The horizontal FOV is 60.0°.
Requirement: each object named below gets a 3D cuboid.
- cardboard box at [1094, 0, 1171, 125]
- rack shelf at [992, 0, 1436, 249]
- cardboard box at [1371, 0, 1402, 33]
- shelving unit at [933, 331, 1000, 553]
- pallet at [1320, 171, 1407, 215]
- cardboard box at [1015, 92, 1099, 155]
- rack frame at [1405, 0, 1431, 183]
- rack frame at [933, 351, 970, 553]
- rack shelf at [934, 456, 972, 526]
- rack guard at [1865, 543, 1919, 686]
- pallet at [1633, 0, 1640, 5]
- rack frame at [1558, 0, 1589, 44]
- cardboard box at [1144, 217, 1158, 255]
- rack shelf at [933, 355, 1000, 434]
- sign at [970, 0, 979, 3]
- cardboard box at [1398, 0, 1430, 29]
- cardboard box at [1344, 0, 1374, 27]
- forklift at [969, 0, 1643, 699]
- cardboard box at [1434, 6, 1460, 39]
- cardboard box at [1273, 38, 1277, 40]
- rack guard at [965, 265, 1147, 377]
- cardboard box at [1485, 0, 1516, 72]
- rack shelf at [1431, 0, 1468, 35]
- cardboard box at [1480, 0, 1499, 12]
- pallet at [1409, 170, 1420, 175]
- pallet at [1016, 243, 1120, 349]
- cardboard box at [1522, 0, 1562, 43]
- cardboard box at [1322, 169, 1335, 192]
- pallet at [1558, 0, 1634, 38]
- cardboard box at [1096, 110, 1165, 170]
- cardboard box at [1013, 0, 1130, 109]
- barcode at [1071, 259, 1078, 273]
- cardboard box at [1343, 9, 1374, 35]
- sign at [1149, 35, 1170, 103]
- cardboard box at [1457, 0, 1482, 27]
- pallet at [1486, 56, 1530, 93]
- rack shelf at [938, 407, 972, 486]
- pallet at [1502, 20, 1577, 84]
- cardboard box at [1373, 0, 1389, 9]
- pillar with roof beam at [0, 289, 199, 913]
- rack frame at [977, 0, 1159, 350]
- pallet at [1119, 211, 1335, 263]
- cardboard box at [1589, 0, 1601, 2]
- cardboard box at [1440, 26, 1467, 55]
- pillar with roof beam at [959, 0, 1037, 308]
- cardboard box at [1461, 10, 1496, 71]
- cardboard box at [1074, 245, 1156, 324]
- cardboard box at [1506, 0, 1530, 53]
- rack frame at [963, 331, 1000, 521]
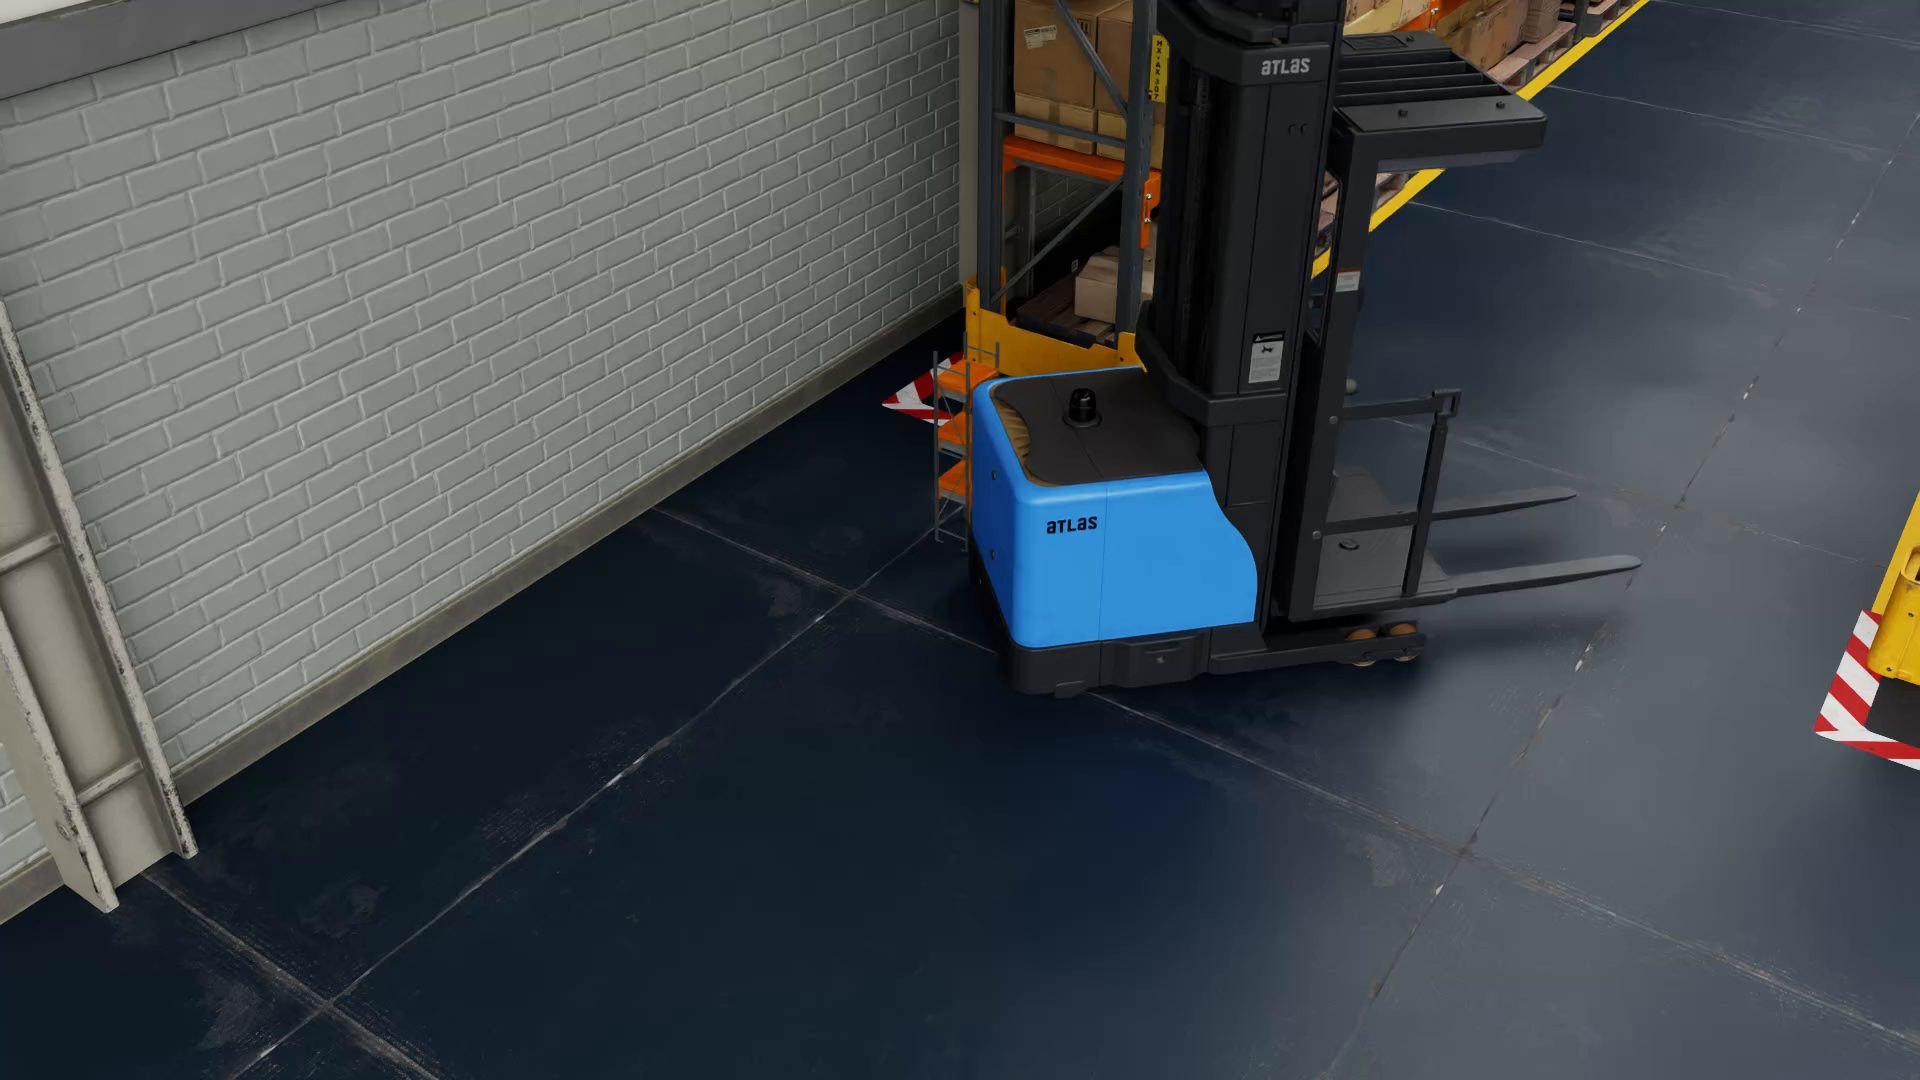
[{"bbox_3d":[1.059,-2.534,8.767,0.500,0.500,0.500,21,39,28],"label":"cardboard box"},{"bbox_3d":[1.681,-2.776,10.320,1.077,0.370,4.000,21,39,28],"label":"rack shelf"},{"bbox_3d":[2.509,-3.399,10.715,0.500,0.250,0.500,21,40,28],"label":"cardboard box"},{"bbox_3d":[0.031,-0.460,7.992,0.215,1.050,0.252,21,39,28],"label":"shelving unit"},{"bbox_3d":[2.467,-2.519,11.787,1.003,0.211,1.213,21,39,28],"label":"pallet"},{"bbox_3d":[0.647,-2.377,9.204,0.500,0.250,0.500,22,40,29],"label":"cardboard box"},{"bbox_3d":[2.821,-3.995,11.479,1.000,3.000,0.127,21,39,28],"label":"rack frame"},{"bbox_3d":[-0.039,-0.403,7.909,0.200,1.050,0.008,21,39,28],"label":"rack frame"},{"bbox_3d":[0.031,-0.221,8.154,0.215,0.259,0.240,21,39,28],"label":"rack shelf"},{"bbox_3d":[4.598,0.473,7.104,1.175,0.500,0.348,21,39,28],"label":"rack guard"},{"bbox_3d":[6.309,-5.578,16.310,1.003,0.211,1.213,21,39,28],"label":"pallet"},{"bbox_3d":[5.102,-5.836,14.202,1.000,3.000,0.127,21,39,28],"label":"rack frame"},{"bbox_3d":[1.334,-1.774,10.204,0.500,0.311,0.500,25,41,32],"label":"cardboard box"},{"bbox_3d":[0.031,-0.686,7.839,0.215,0.259,0.240,21,39,28],"label":"rack shelf"},{"bbox_3d":[0.096,-2.951,8.620,0.100,0.325,0.005,21,39,28],"label":"sign"},{"bbox_3d":[2.800,-3.626,11.050,0.500,0.250,0.500,21,40,28],"label":"cardboard box"},{"bbox_3d":[2.230,-3.475,10.158,0.500,0.500,0.500,20,39,27],"label":"cardboard box"},{"bbox_3d":[1.611,-0.935,7.016,3.031,2.935,1.130,-6,35,-9],"label":"forklift"},{"bbox_3d":[3.475,-4.000,12.656,0.500,0.250,0.500,20,39,27],"label":"cardboard box"},{"bbox_3d":[1.649,-2.994,9.447,0.500,0.500,0.500,20,39,27],"label":"cardboard box"},{"bbox_3d":[0.583,-1.153,9.509,1.175,0.500,0.348,21,39,28],"label":"rack guard"},{"bbox_3d":[4.085,-4.197,13.617,0.700,0.500,0.500,21,39,28],"label":"cardboard box"},{"bbox_3d":[3.961,-4.617,13.042,1.077,0.370,4.000,21,39,28],"label":"rack shelf"},{"bbox_3d":[4.068,-4.464,13.343,0.500,0.250,0.500,21,39,28],"label":"cardboard box"},{"bbox_3d":[3.264,-3.198,12.791,1.003,0.211,1.213,21,39,28],"label":"pallet"},{"bbox_3d":[1.076,-1.396,10.126,1.003,0.211,1.213,21,39,28],"label":"pallet"},{"bbox_3d":[4.734,-4.634,14.264,0.700,0.500,0.500,22,40,29],"label":"cardboard box"},{"bbox_3d":[2.262,-2.651,11.331,0.500,0.500,0.500,18,38,25],"label":"cardboard box"},{"bbox_3d":[5.613,-5.019,15.484,1.003,0.211,1.213,21,39,28],"label":"pallet"},{"bbox_3d":[1.079,-2.223,8.976,0.500,0.250,0.500,20,39,27],"label":"cardboard box"},{"bbox_3d":[0.634,-2.696,9.005,0.500,0.500,0.500,21,39,28],"label":"cardboard box"},{"bbox_3d":[0.690,-1.652,10.014,0.001,0.075,0.075,21,39,28],"label":"barcode"},{"bbox_3d":[2.235,-3.163,10.366,0.500,0.250,0.500,21,39,28],"label":"cardboard box"},{"bbox_3d":[0.986,-2.339,8.259,0.100,0.325,0.005,21,39,28],"label":"sign"},{"bbox_3d":[3.769,-4.241,13.012,0.500,0.250,0.500,20,39,27],"label":"cardboard box"},{"bbox_3d":[3.959,-3.762,13.625,1.003,0.211,1.213,21,39,28],"label":"pallet"},{"bbox_3d":[0.031,-0.451,7.998,0.215,0.259,0.240,21,39,28],"label":"rack shelf"},{"bbox_3d":[4.655,-4.321,14.452,1.003,0.211,1.213,21,39,28],"label":"pallet"},{"bbox_3d":[2.525,-3.704,10.496,0.500,0.500,0.500,21,39,28],"label":"cardboard box"},{"bbox_3d":[0.344,-1.101,1.845,9.100,9.000,0.400,21,39,28],"label":"pillar with roof beam"},{"bbox_3d":[0.540,-2.154,8.757,1.000,3.000,0.127,21,39,28],"label":"rack frame"},{"bbox_3d":[1.772,-1.955,10.953,1.003,0.211,1.213,21,39,28],"label":"pallet"},{"bbox_3d":[5.629,-5.416,15.125,0.750,0.750,0.750,21,39,28],"label":"cardboard box"},{"bbox_3d":[3.480,-3.739,12.941,0.700,0.500,0.500,20,39,27],"label":"cardboard box"},{"bbox_3d":[3.765,-3.862,5.928,9.100,9.000,0.400,21,39,28],"label":"pillar with roof beam"},{"bbox_3d":[3.804,-3.961,13.269,0.700,0.500,0.500,22,40,29],"label":"cardboard box"},{"bbox_3d":[1.009,-1.512,9.816,0.500,0.311,0.500,17,37,23],"label":"cardboard box"},{"bbox_3d":[4.345,-4.434,13.968,0.700,0.500,0.500,21,39,28],"label":"cardboard box"},{"bbox_3d":[0.100,-0.516,8.075,0.200,1.050,0.008,21,39,28],"label":"rack frame"}]
